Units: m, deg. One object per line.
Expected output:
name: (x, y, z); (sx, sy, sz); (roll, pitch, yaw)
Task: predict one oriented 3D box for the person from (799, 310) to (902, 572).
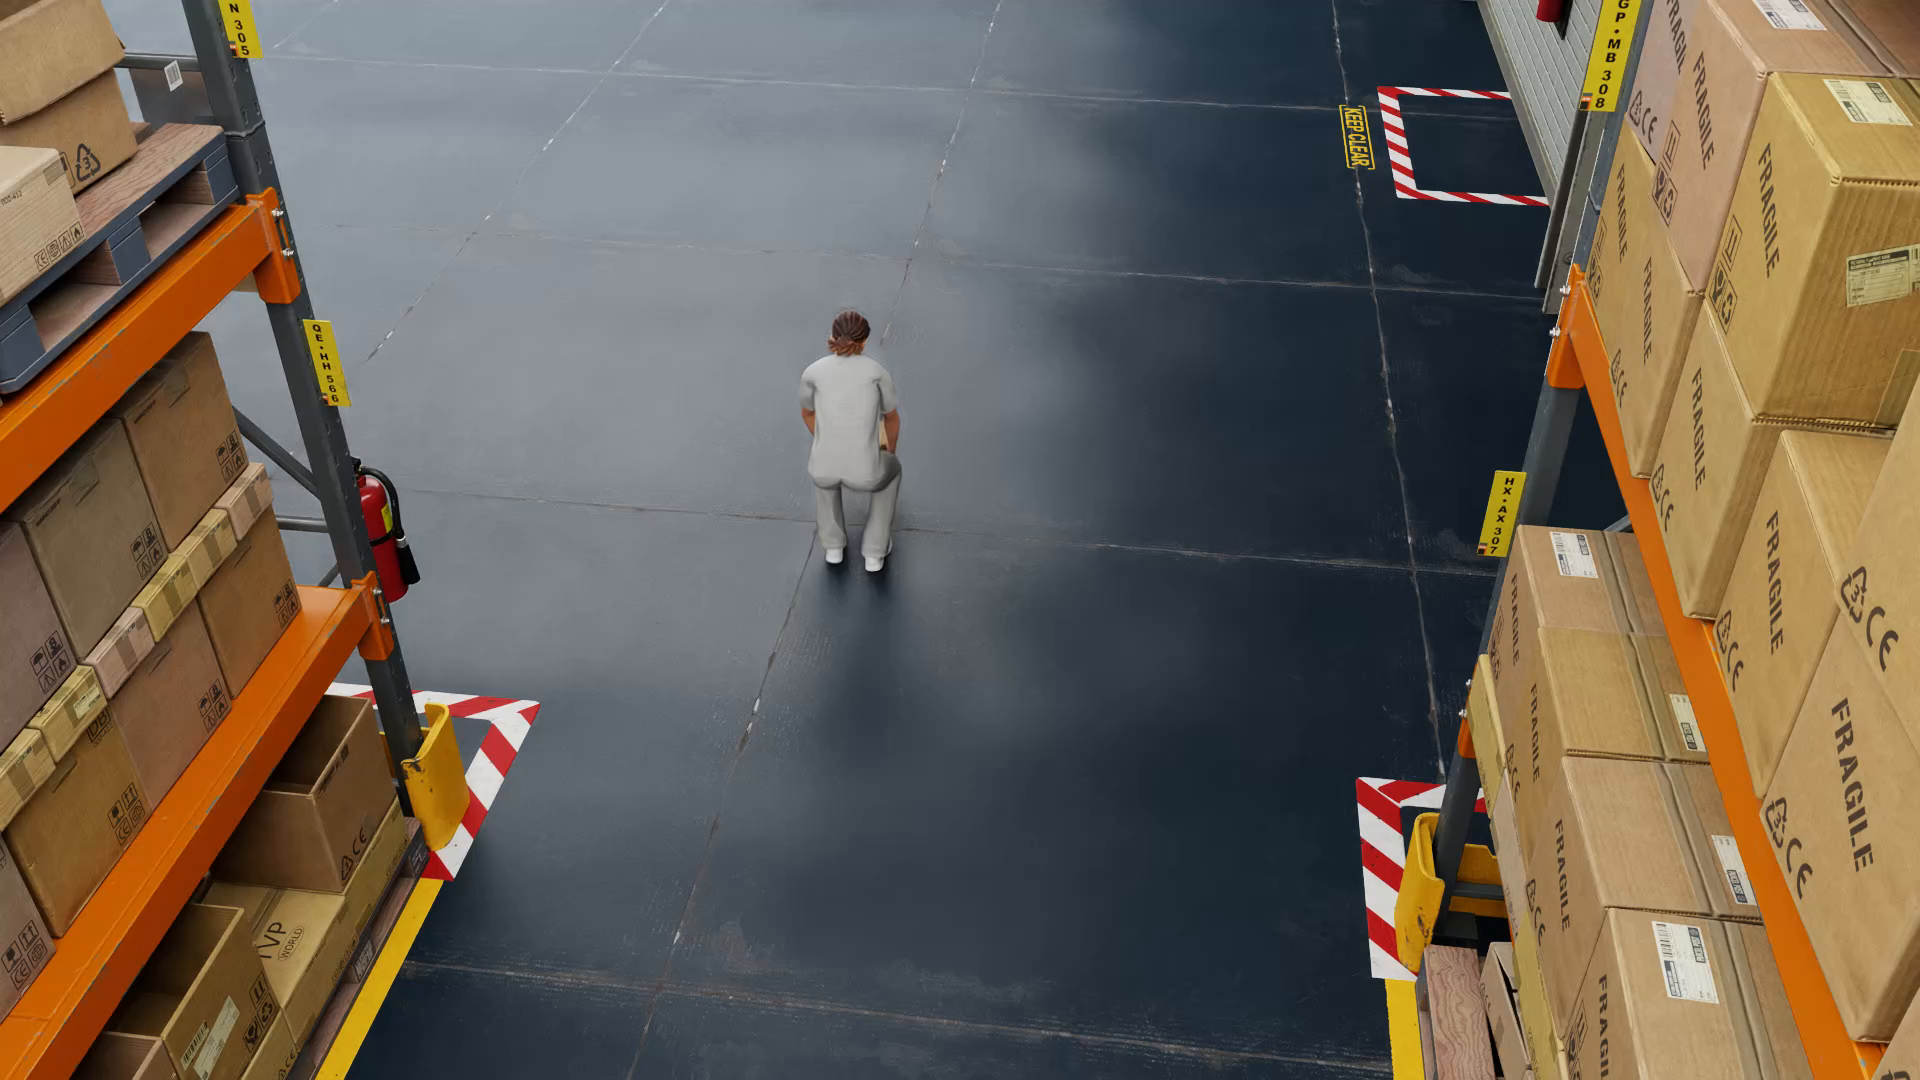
person: (-0.547, -0.452, 8.066); (0.495, 1.194, 0.725); (4, 36, 6)
